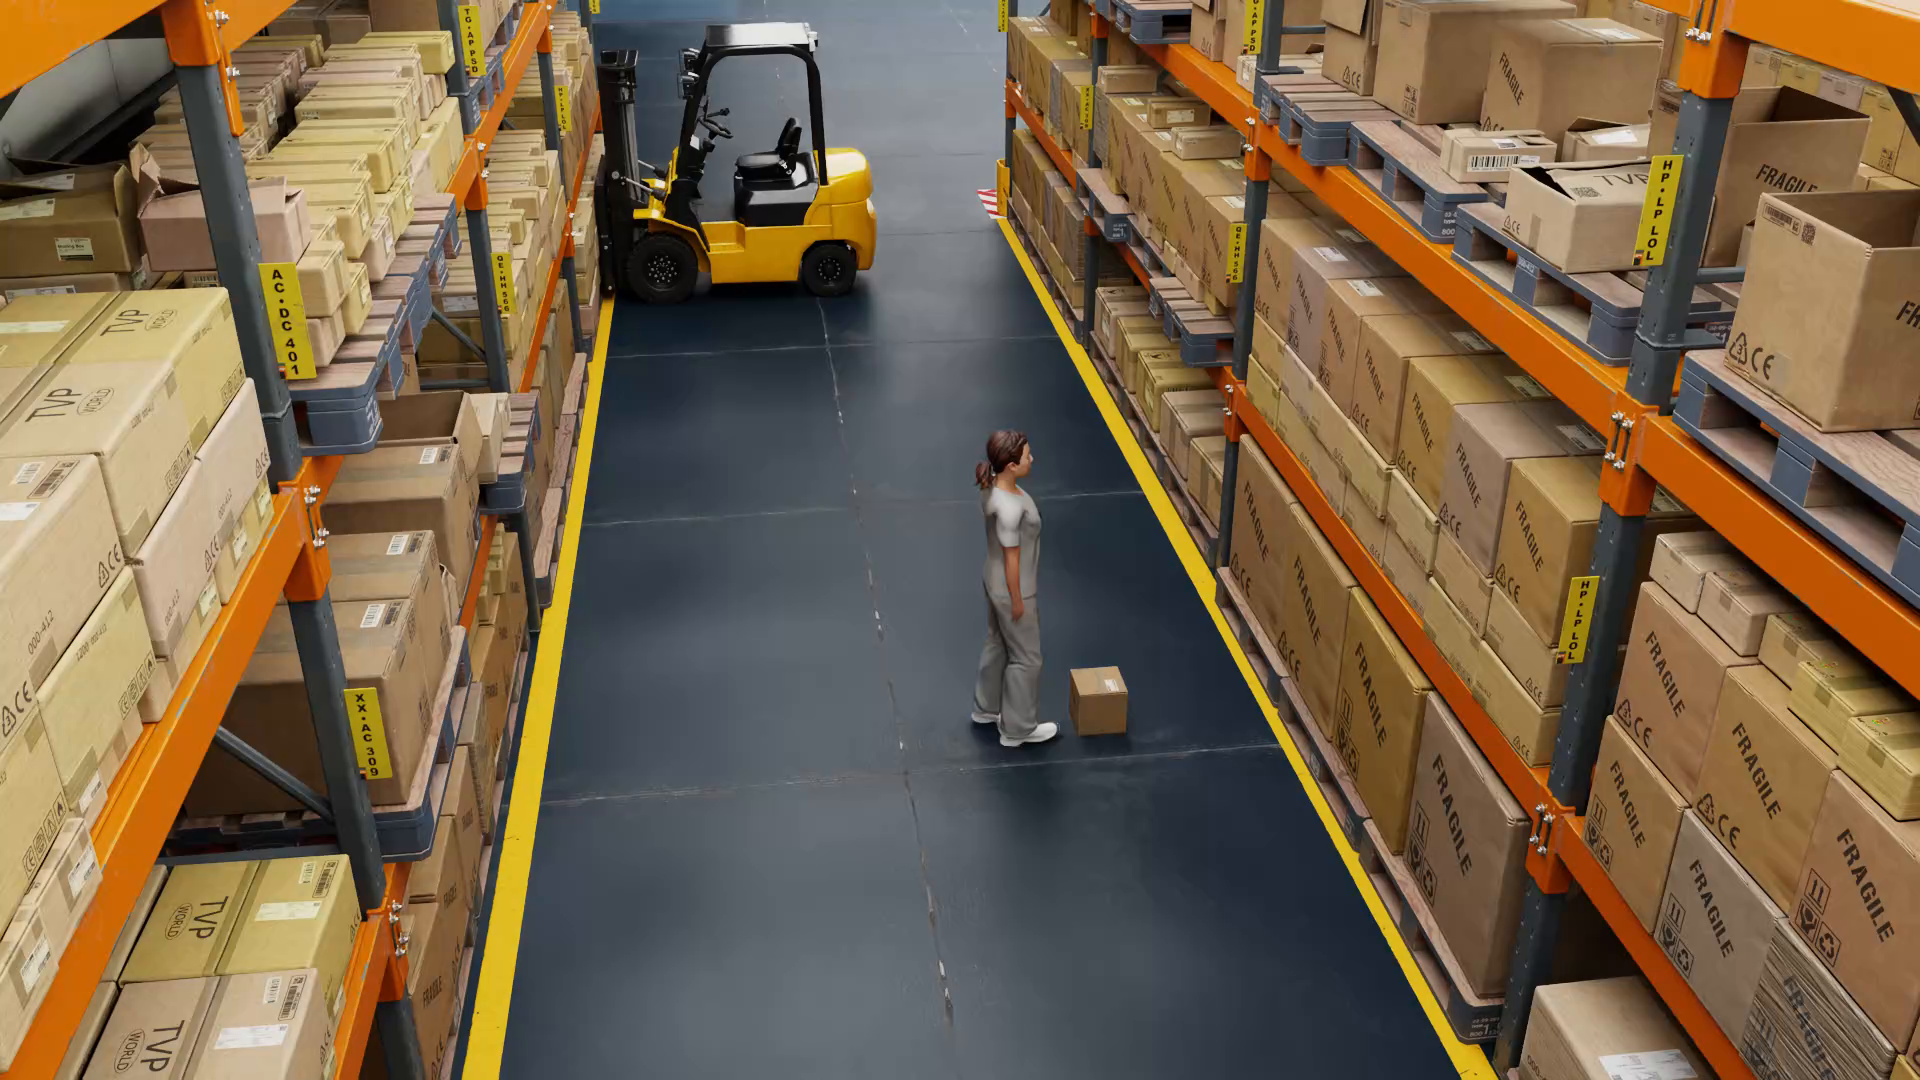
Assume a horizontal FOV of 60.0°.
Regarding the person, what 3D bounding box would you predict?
[{"bbox_3d":[0.272,0.232,8.185,0.432,1.676,0.436,-3,27,-7],"label":"person"}]
